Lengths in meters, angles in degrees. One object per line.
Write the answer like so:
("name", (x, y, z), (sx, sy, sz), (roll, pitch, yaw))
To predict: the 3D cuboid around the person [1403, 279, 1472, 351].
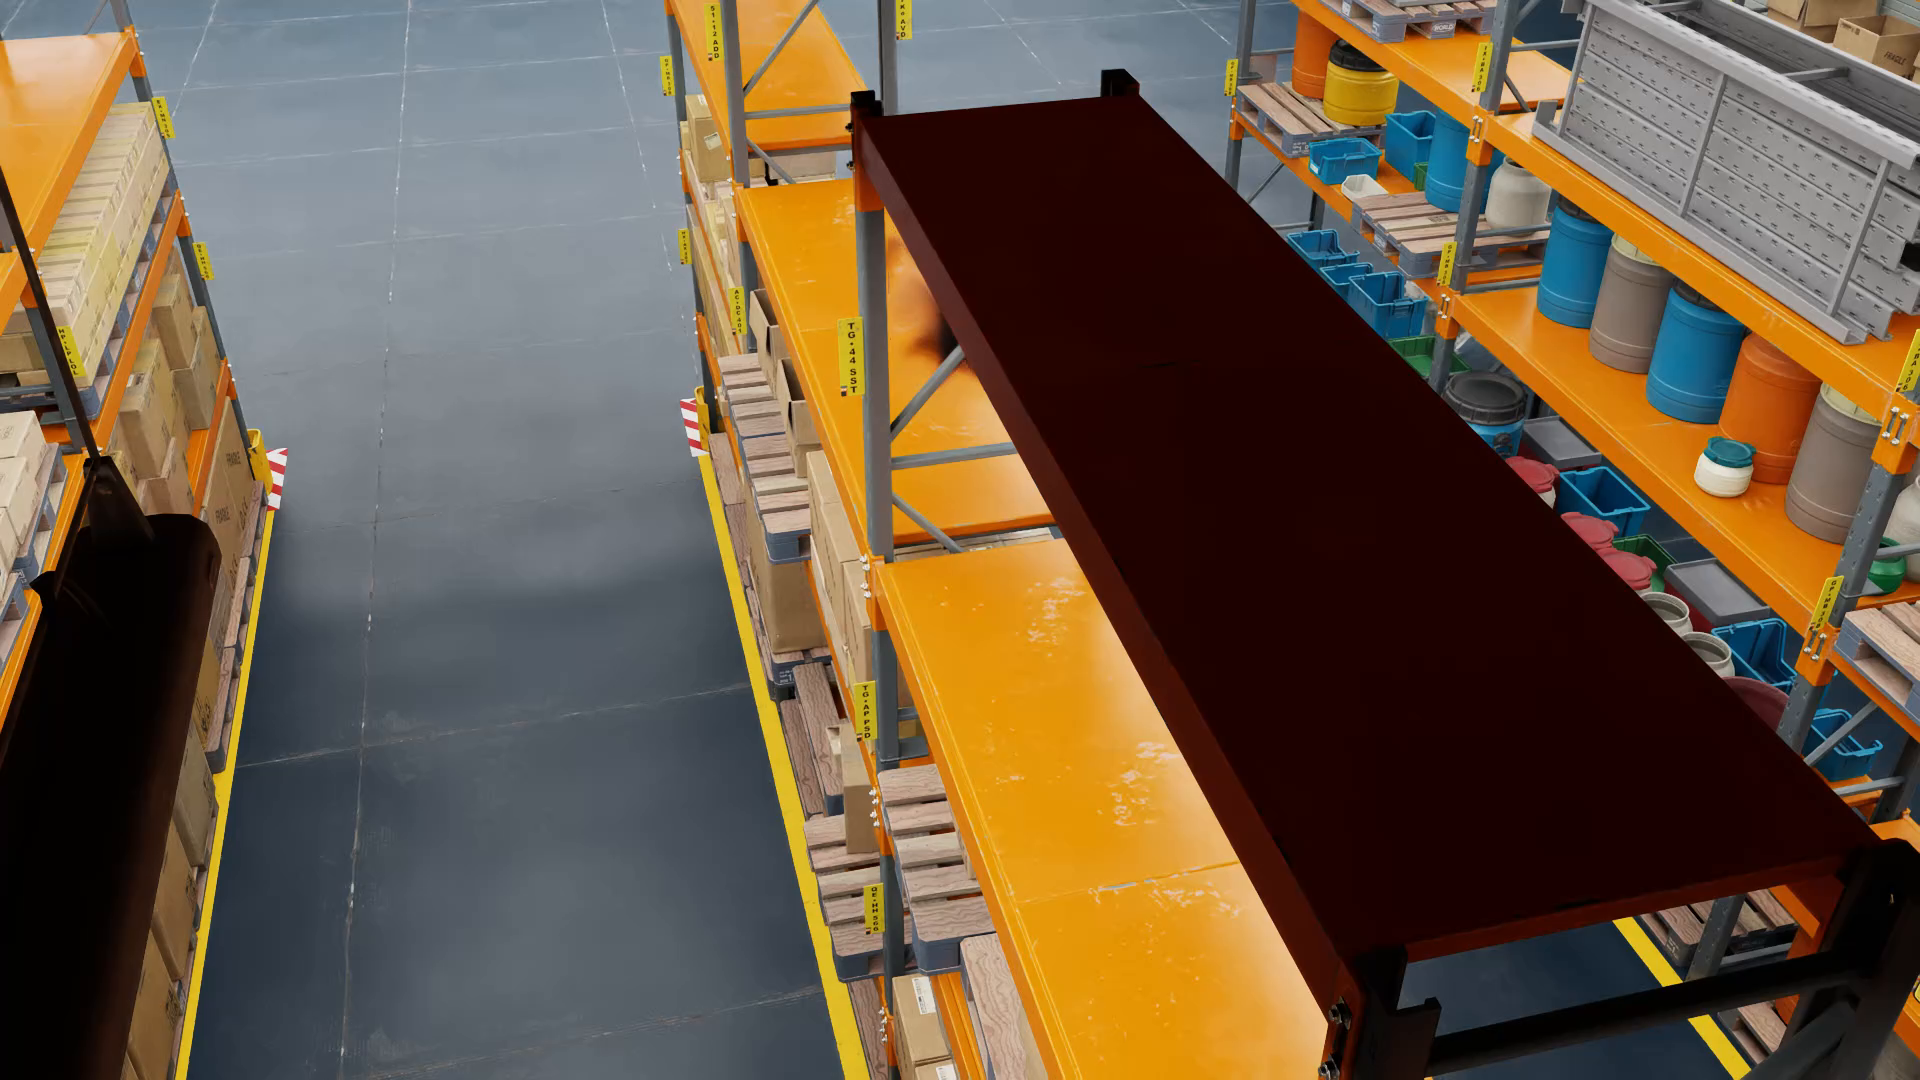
("person", (4.764, -2.633, 16.414), (0.878, 1.736, 0.705), (17, 38, 23))
